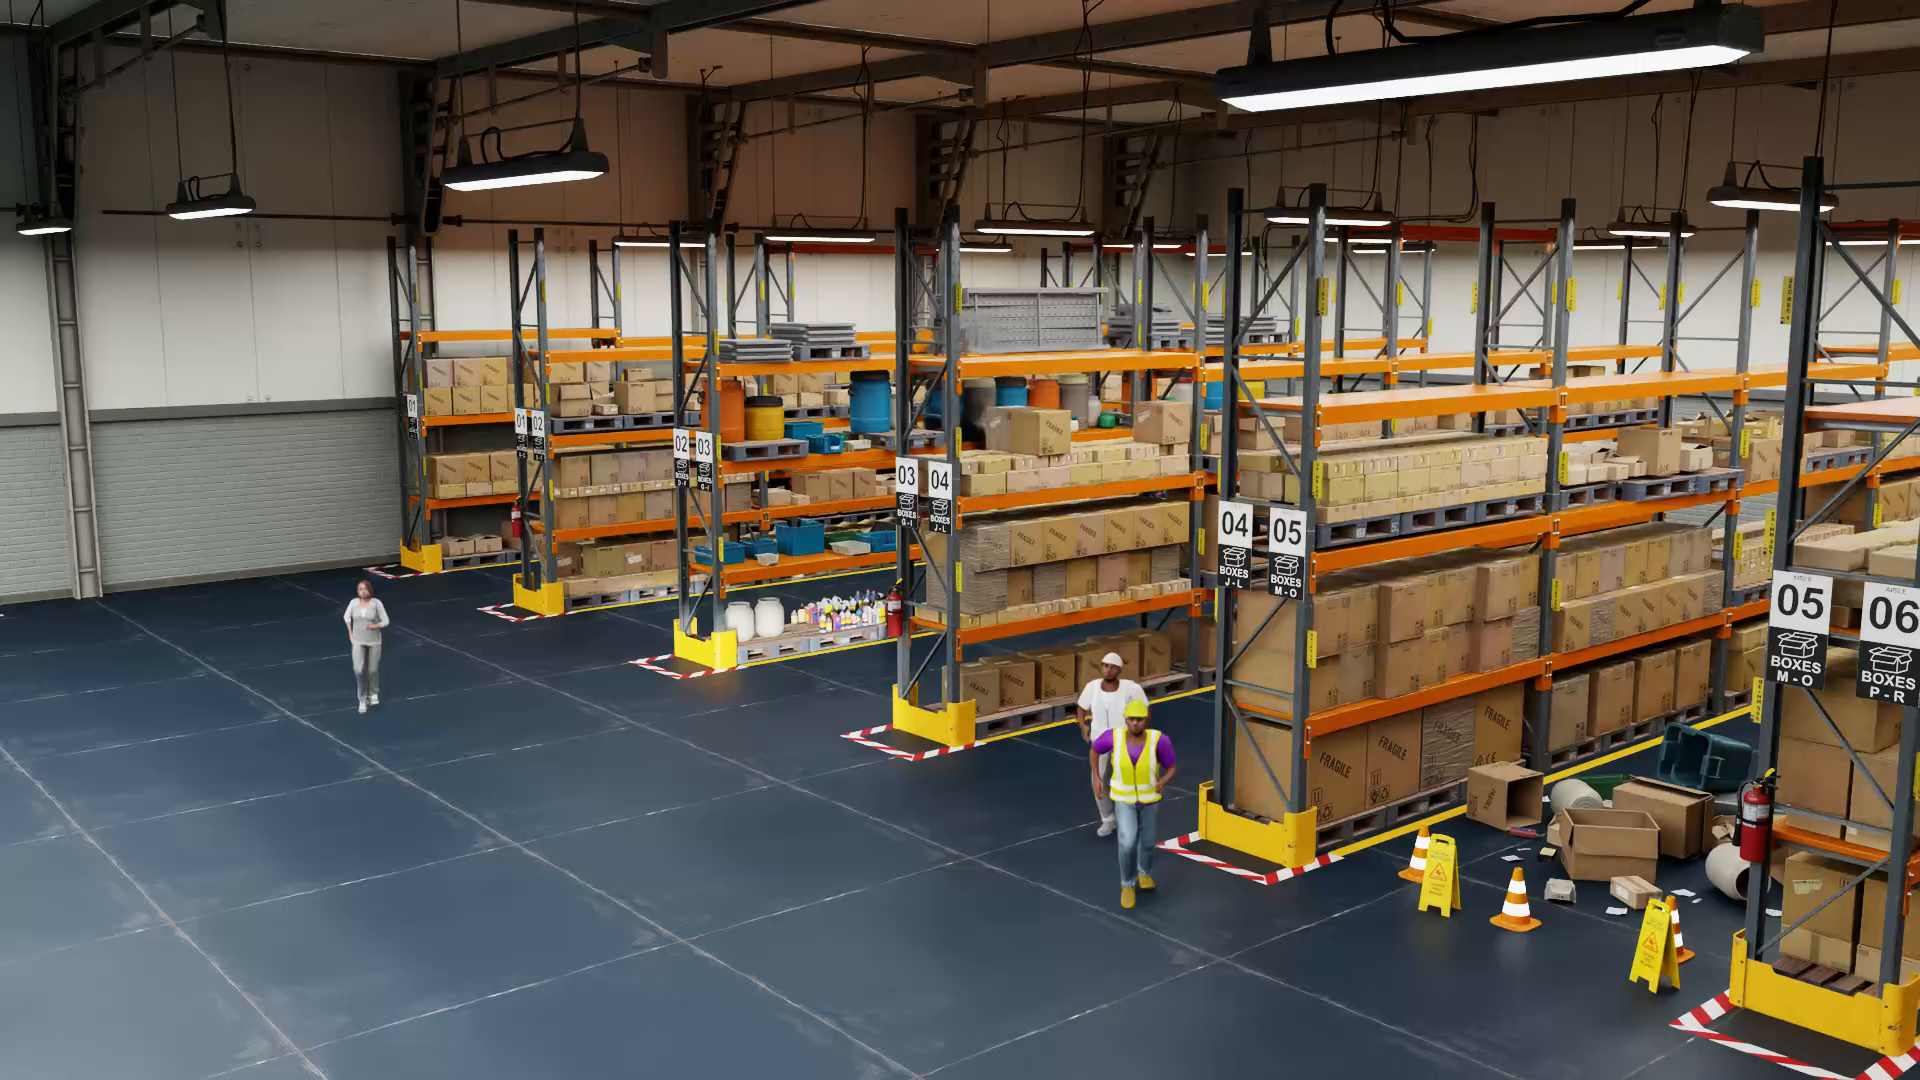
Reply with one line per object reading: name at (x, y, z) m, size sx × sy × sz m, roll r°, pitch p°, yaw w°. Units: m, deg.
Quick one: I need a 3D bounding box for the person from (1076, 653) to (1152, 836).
person at (1.450, 1.910, 15.854) m, size 0.730 × 1.724 × 0.659 m, roll 3°, pitch 9°, yaw 16°

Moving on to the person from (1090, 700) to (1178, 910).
person at (1.460, 2.188, 13.928) m, size 0.711 × 1.762 × 0.796 m, roll 0°, pitch 9°, yaw -1°

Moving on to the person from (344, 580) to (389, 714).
person at (-7.208, 1.306, 20.227) m, size 0.540 × 1.660 × 0.601 m, roll -2°, pitch 9°, yaw -13°
